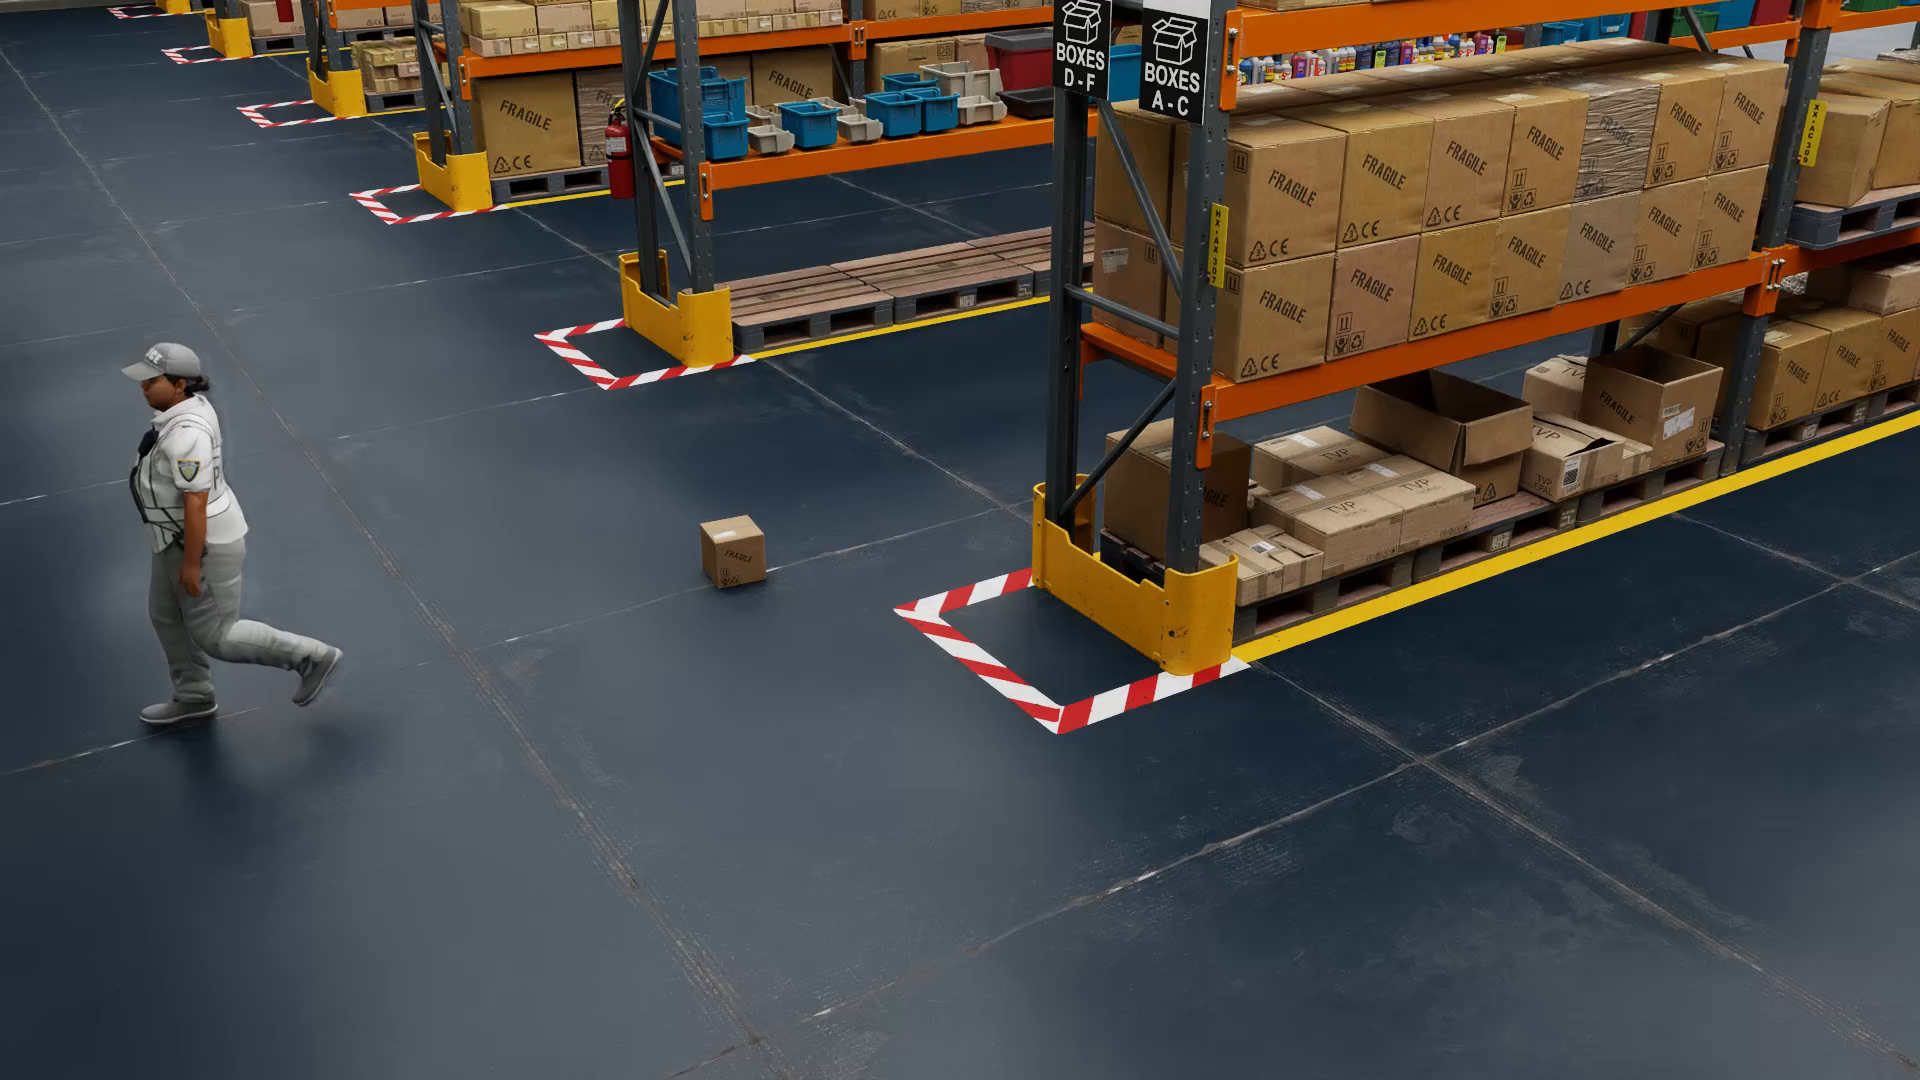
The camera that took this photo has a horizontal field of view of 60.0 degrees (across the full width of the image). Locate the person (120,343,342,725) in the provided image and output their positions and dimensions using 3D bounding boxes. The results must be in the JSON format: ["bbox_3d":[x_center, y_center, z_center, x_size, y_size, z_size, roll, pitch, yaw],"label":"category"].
[{"bbox_3d":[-3.027,-0.008,6.709,0.816,1.628,0.482,-12,28,-23],"label":"person"}]
